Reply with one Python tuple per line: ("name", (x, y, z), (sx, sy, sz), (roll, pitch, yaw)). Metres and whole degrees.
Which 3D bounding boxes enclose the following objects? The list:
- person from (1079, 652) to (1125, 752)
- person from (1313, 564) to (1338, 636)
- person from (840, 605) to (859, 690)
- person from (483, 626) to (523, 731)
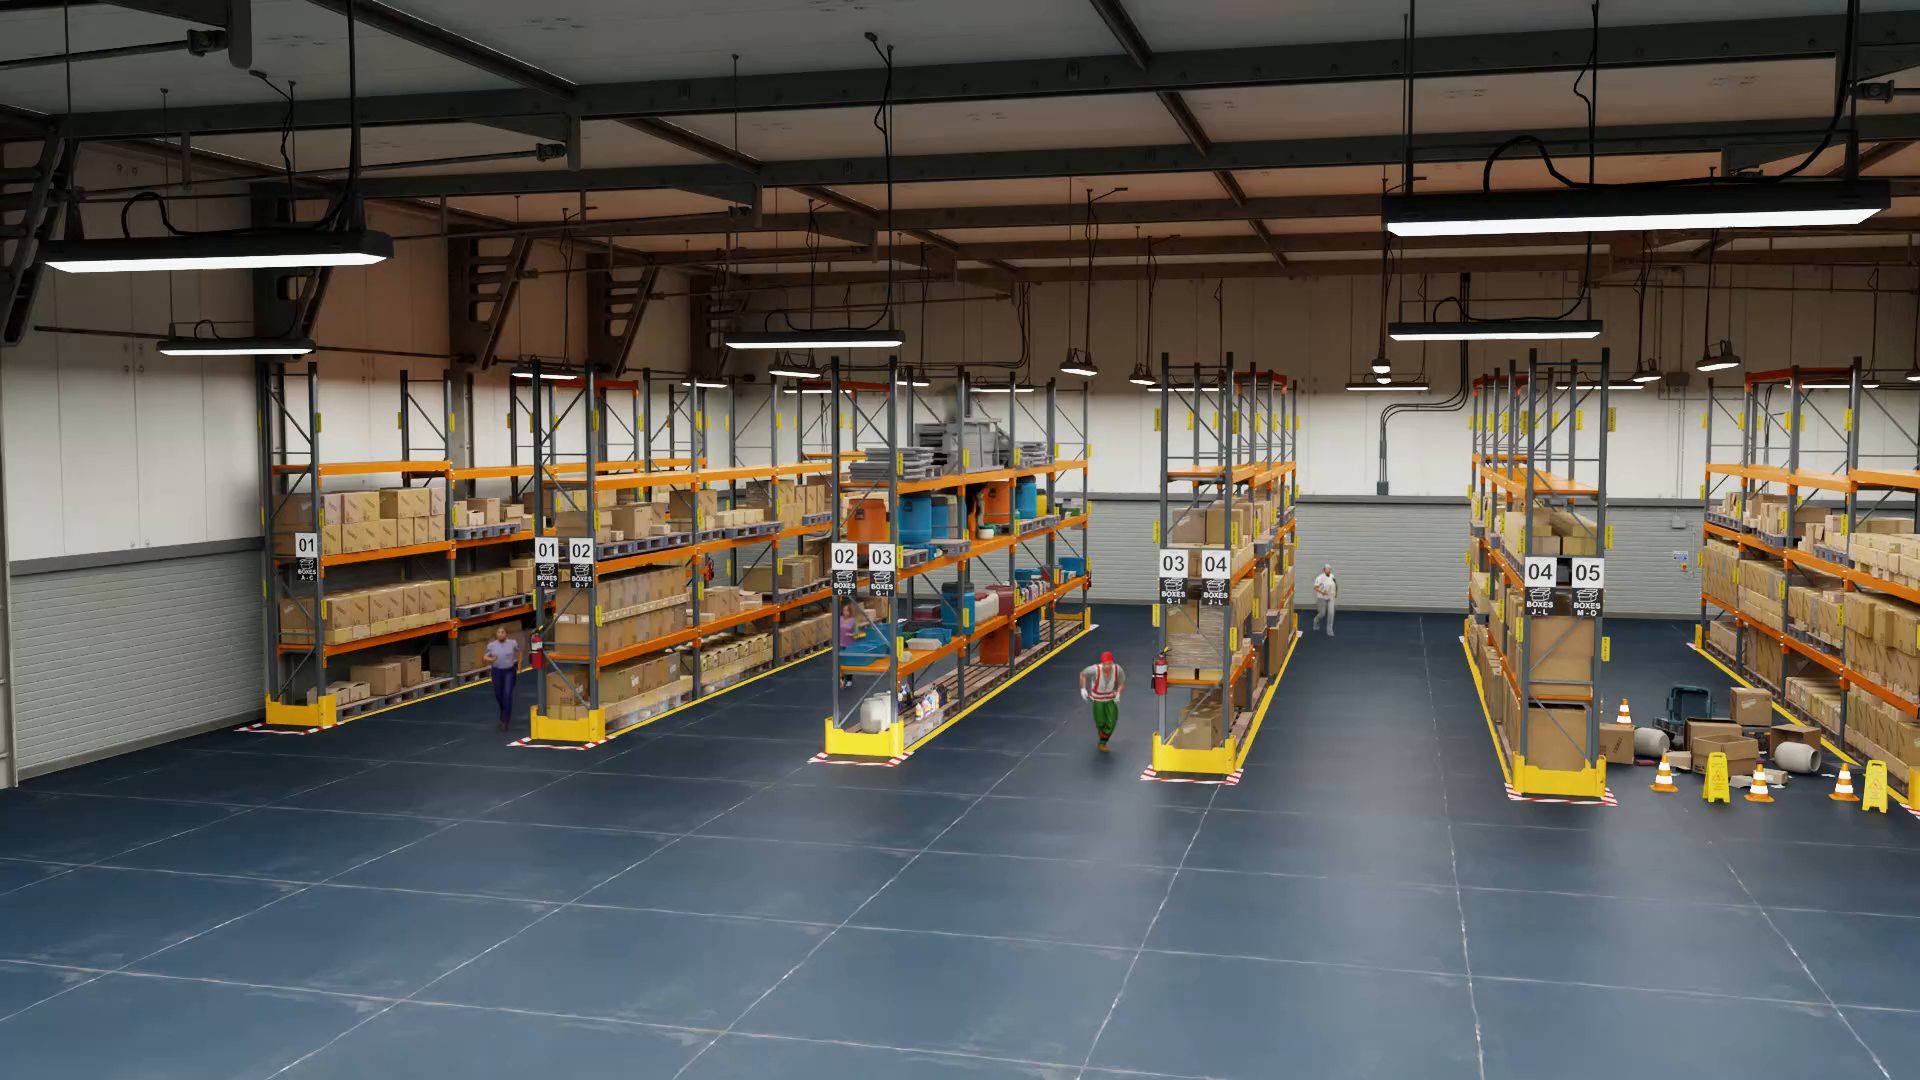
("person", (2.153, 2.447, 25.219), (0.685, 1.583, 0.897), (0, 4, -3))
("person", (8.682, 1.409, 39.459), (0.630, 1.678, 0.787), (-1, 4, -12))
("person", (-2.146, 2.008, 31.167), (0.506, 1.592, 0.662), (0, 4, 1))
("person", (-7.519, 2.236, 27.380), (0.590, 1.670, 0.891), (0, 4, -5))
